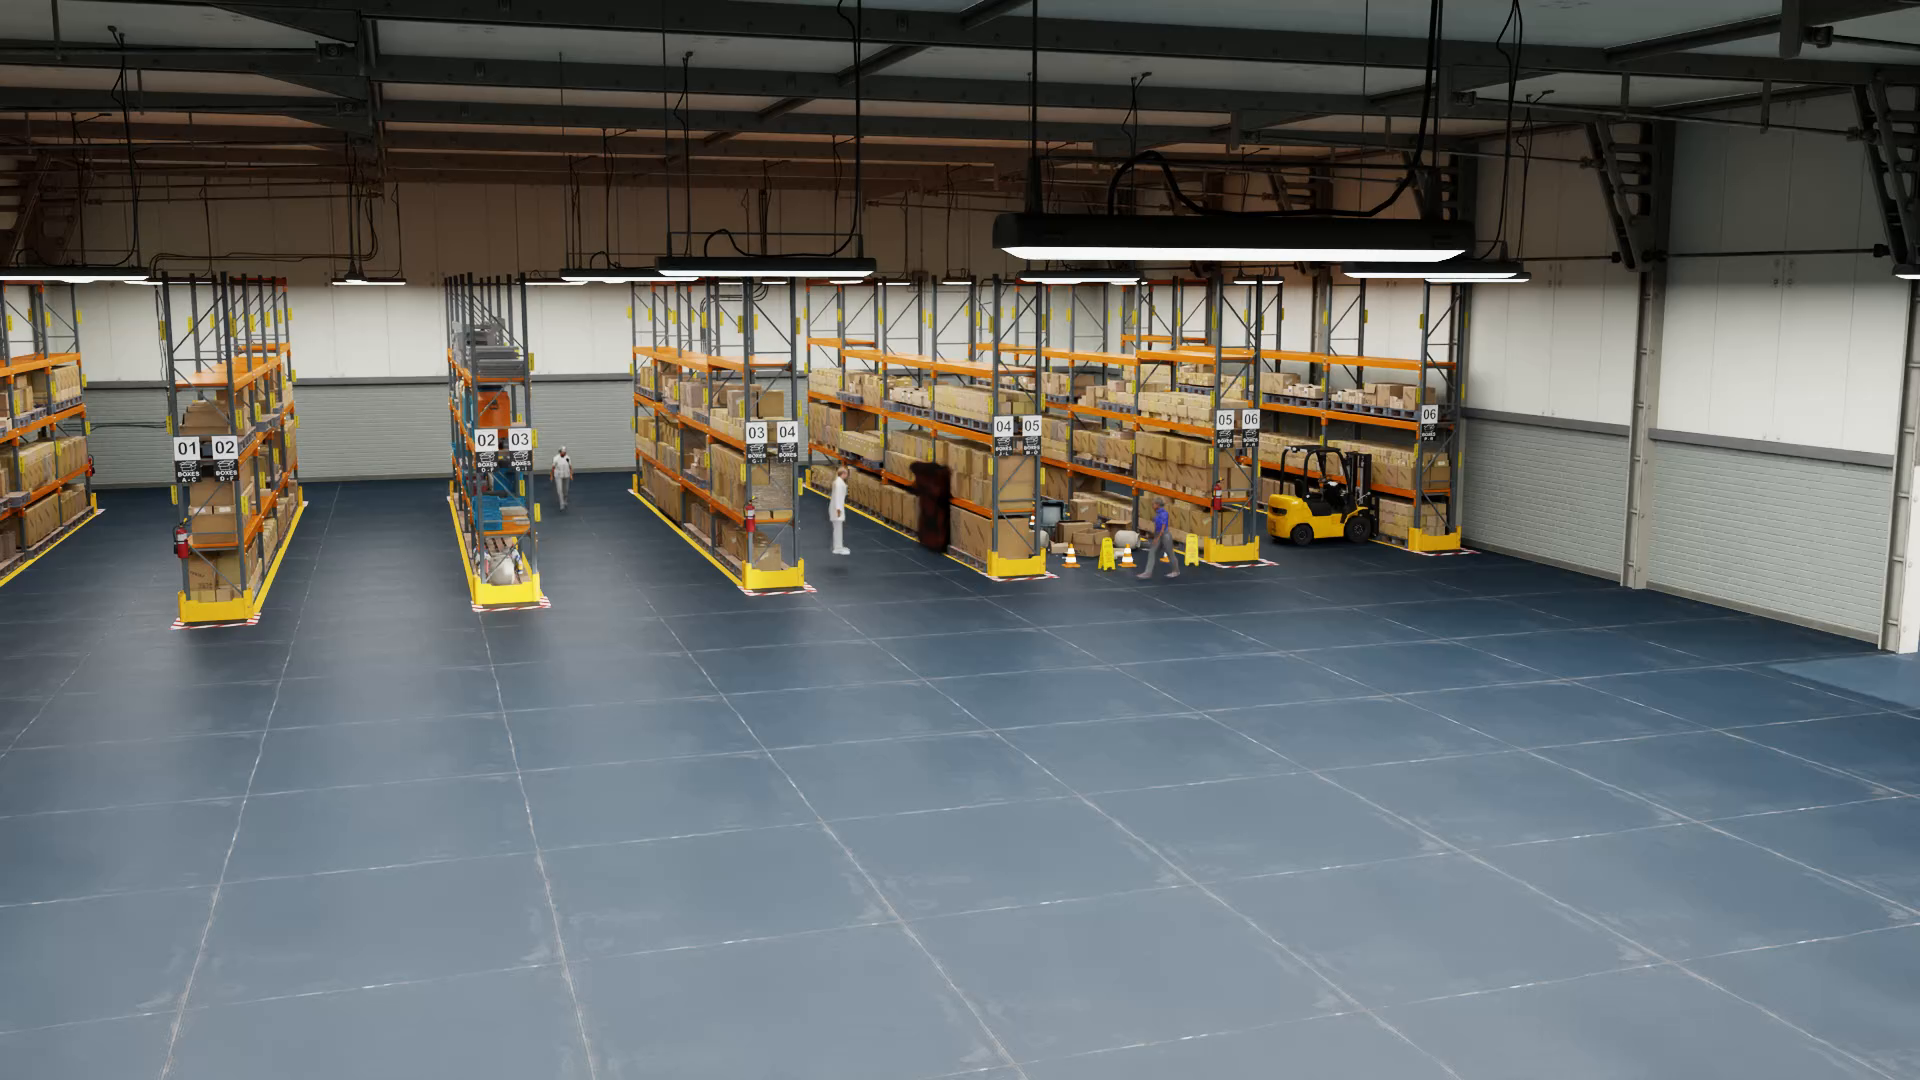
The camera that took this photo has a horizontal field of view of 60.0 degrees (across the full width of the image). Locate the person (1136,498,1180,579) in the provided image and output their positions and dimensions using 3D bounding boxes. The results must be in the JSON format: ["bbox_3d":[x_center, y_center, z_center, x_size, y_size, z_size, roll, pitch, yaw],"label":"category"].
[{"bbox_3d":[3.957,-0.039,32.870,0.978,1.596,0.404,-7,11,-39],"label":"person"}]

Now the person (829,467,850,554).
[{"bbox_3d":[-2.480,-0.615,34.341,0.474,1.766,0.685,0,9,2],"label":"person"}]

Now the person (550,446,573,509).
[{"bbox_3d":[-10.417,-1.652,43.526,0.563,1.618,0.937,-4,10,-26],"label":"person"}]
